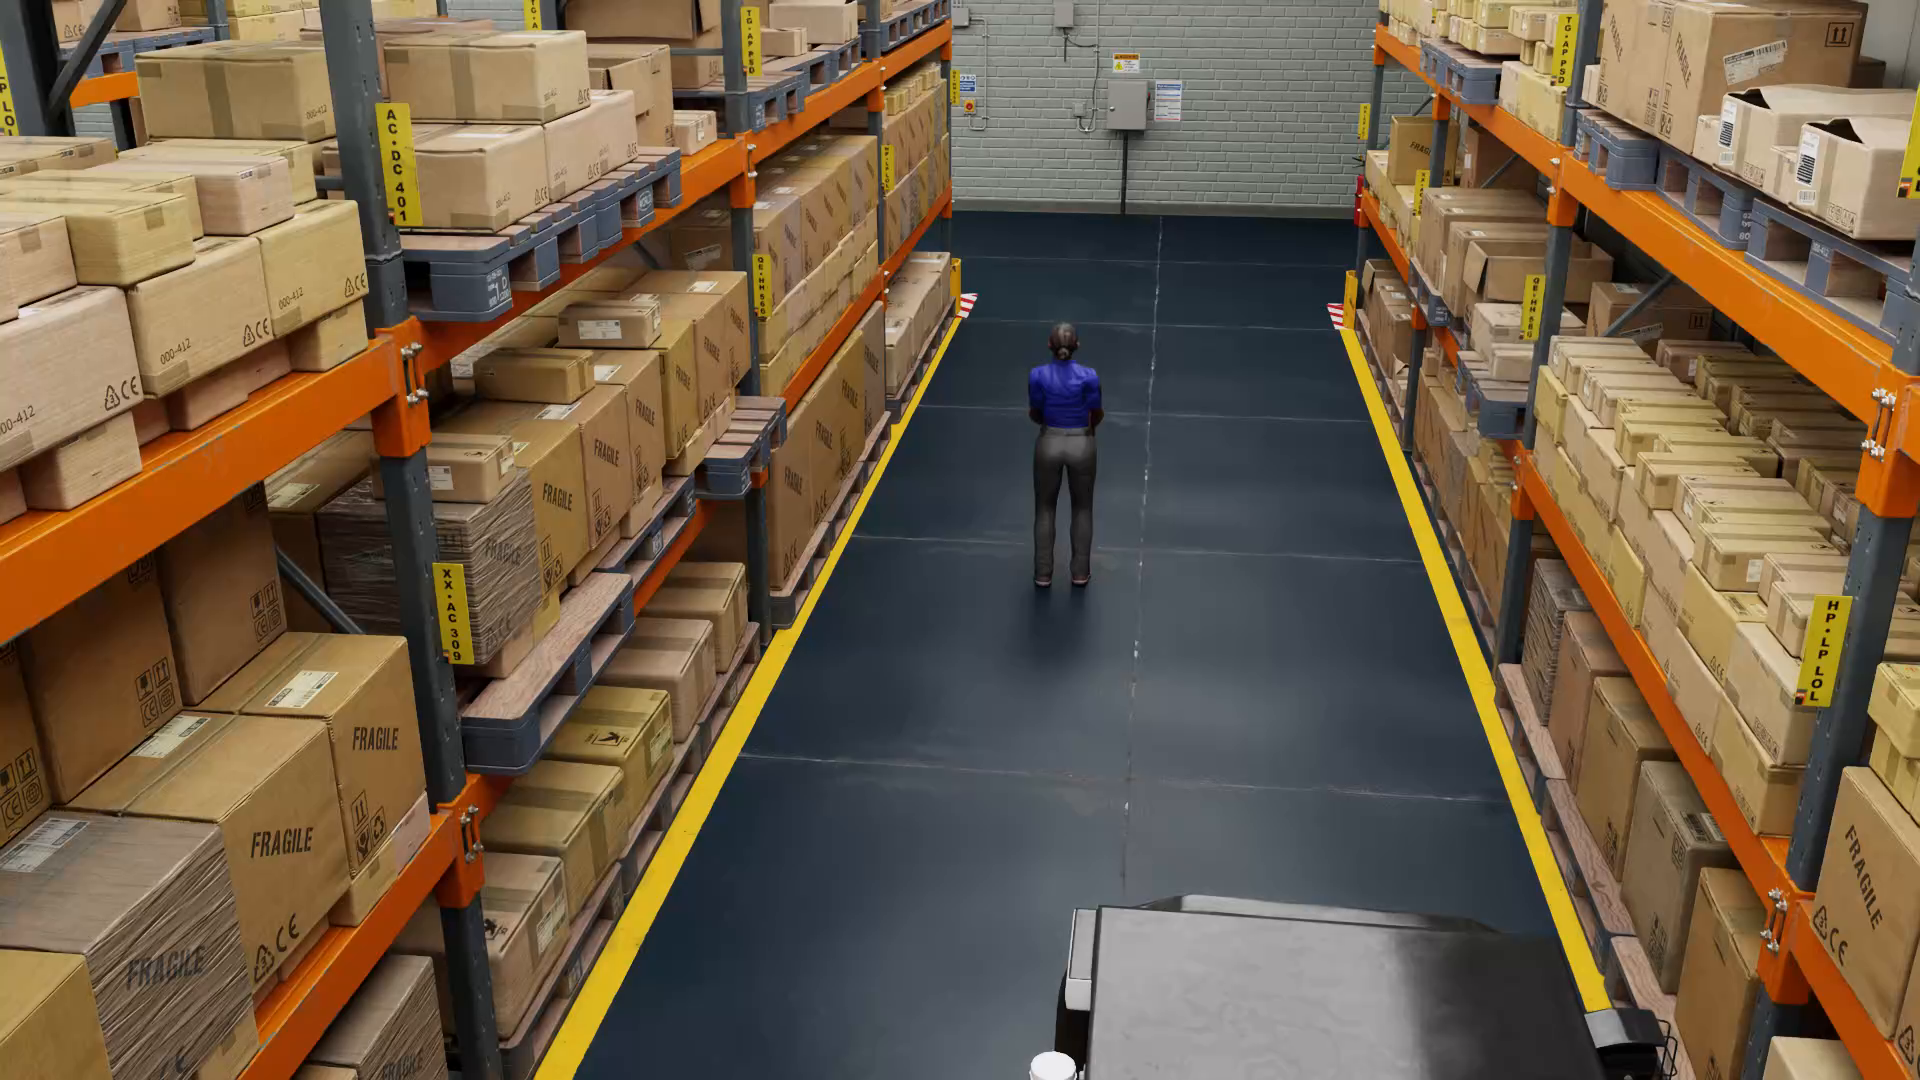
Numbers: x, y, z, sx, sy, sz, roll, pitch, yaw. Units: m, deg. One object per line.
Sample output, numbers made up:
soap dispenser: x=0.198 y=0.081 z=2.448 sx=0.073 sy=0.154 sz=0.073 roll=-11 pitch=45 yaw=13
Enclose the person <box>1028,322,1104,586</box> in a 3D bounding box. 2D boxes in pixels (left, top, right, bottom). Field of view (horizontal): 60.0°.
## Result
person: x=0.635 y=-0.535 z=9.976 sx=0.450 sy=1.646 sz=0.523 roll=3 pitch=21 yaw=7
